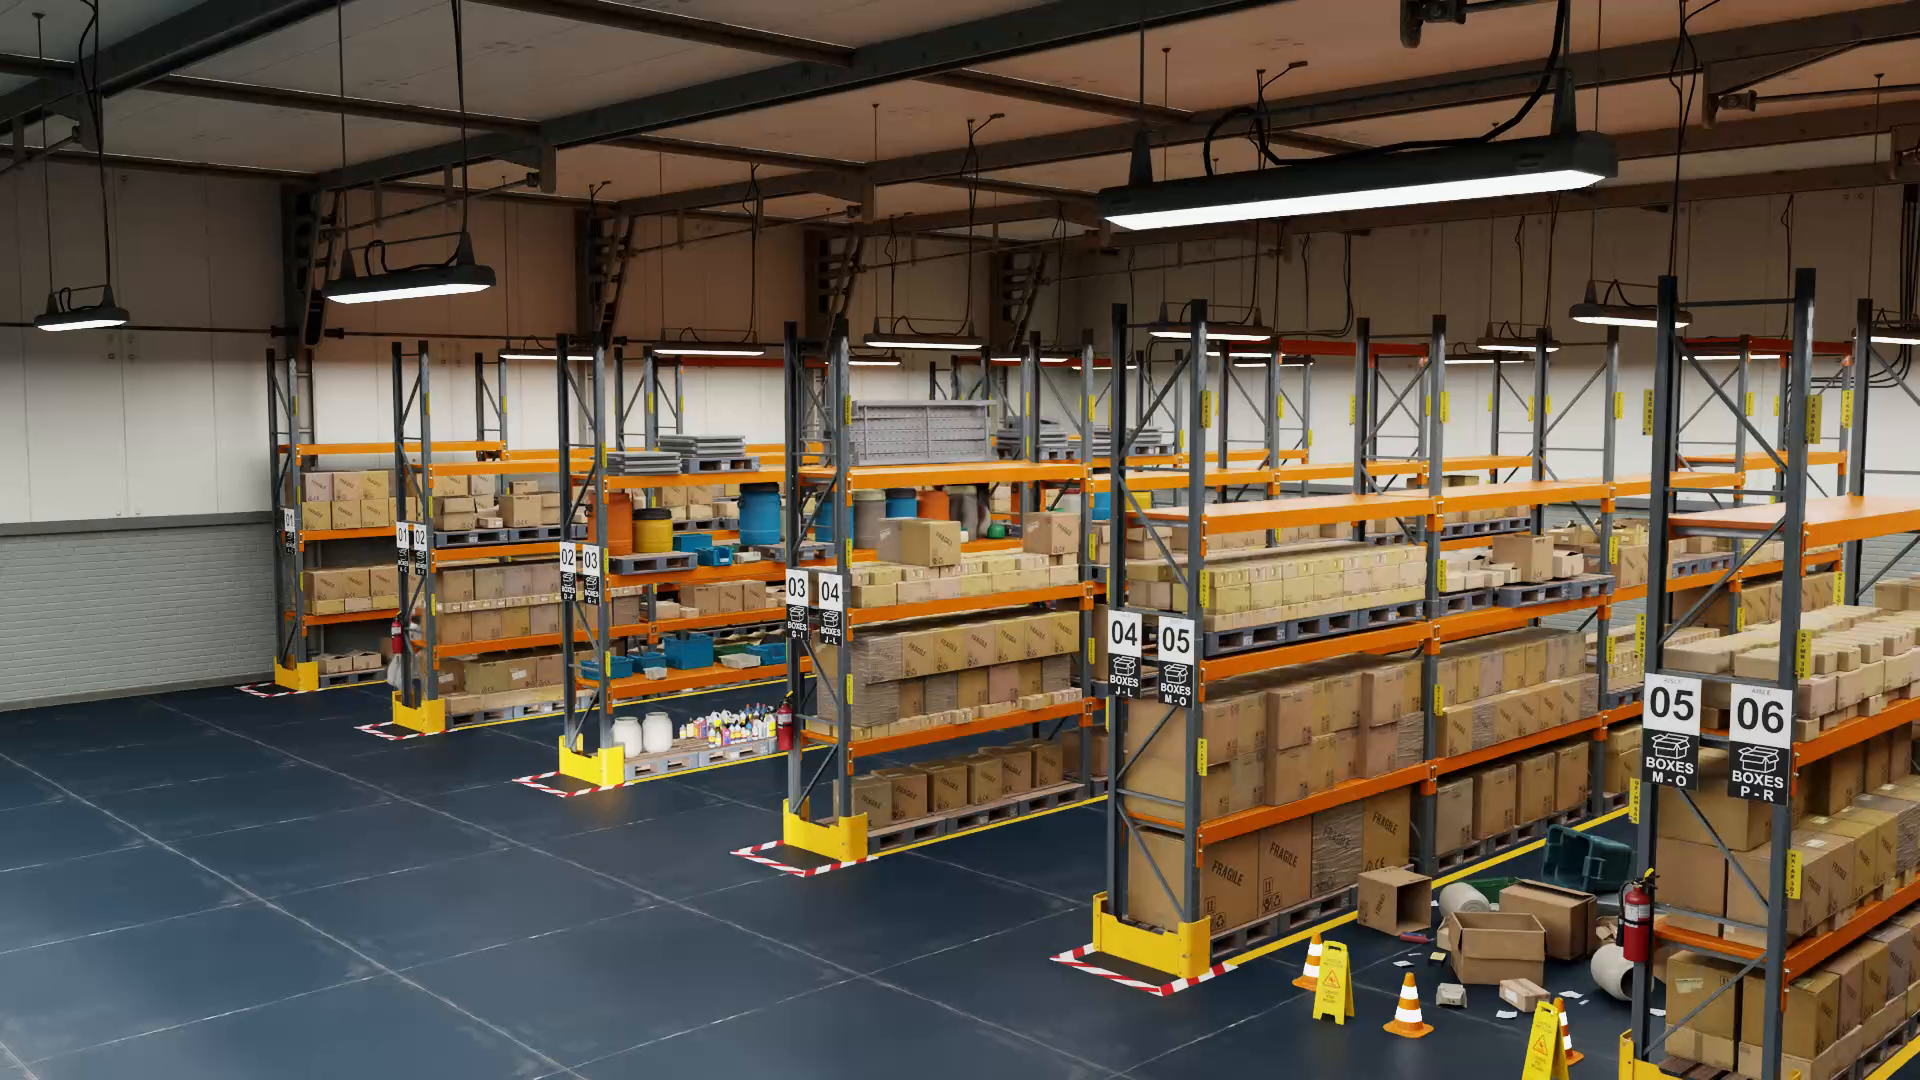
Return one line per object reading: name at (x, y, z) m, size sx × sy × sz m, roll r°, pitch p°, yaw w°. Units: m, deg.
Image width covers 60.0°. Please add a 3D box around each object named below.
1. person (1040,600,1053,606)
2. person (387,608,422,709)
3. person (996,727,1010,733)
person at (1.798, 1.472, 33.124) m, size 0.668 × 1.759 × 0.733 m, roll 4°, pitch 6°, yaw 38°
person at (-9.082, 1.938, 27.297) m, size 0.667 × 1.732 × 0.569 m, roll 3°, pitch 6°, yaw 29°
person at (0.624, 1.976, 24.129) m, size 0.607 × 1.622 × 0.501 m, roll 3°, pitch 6°, yaw 30°
